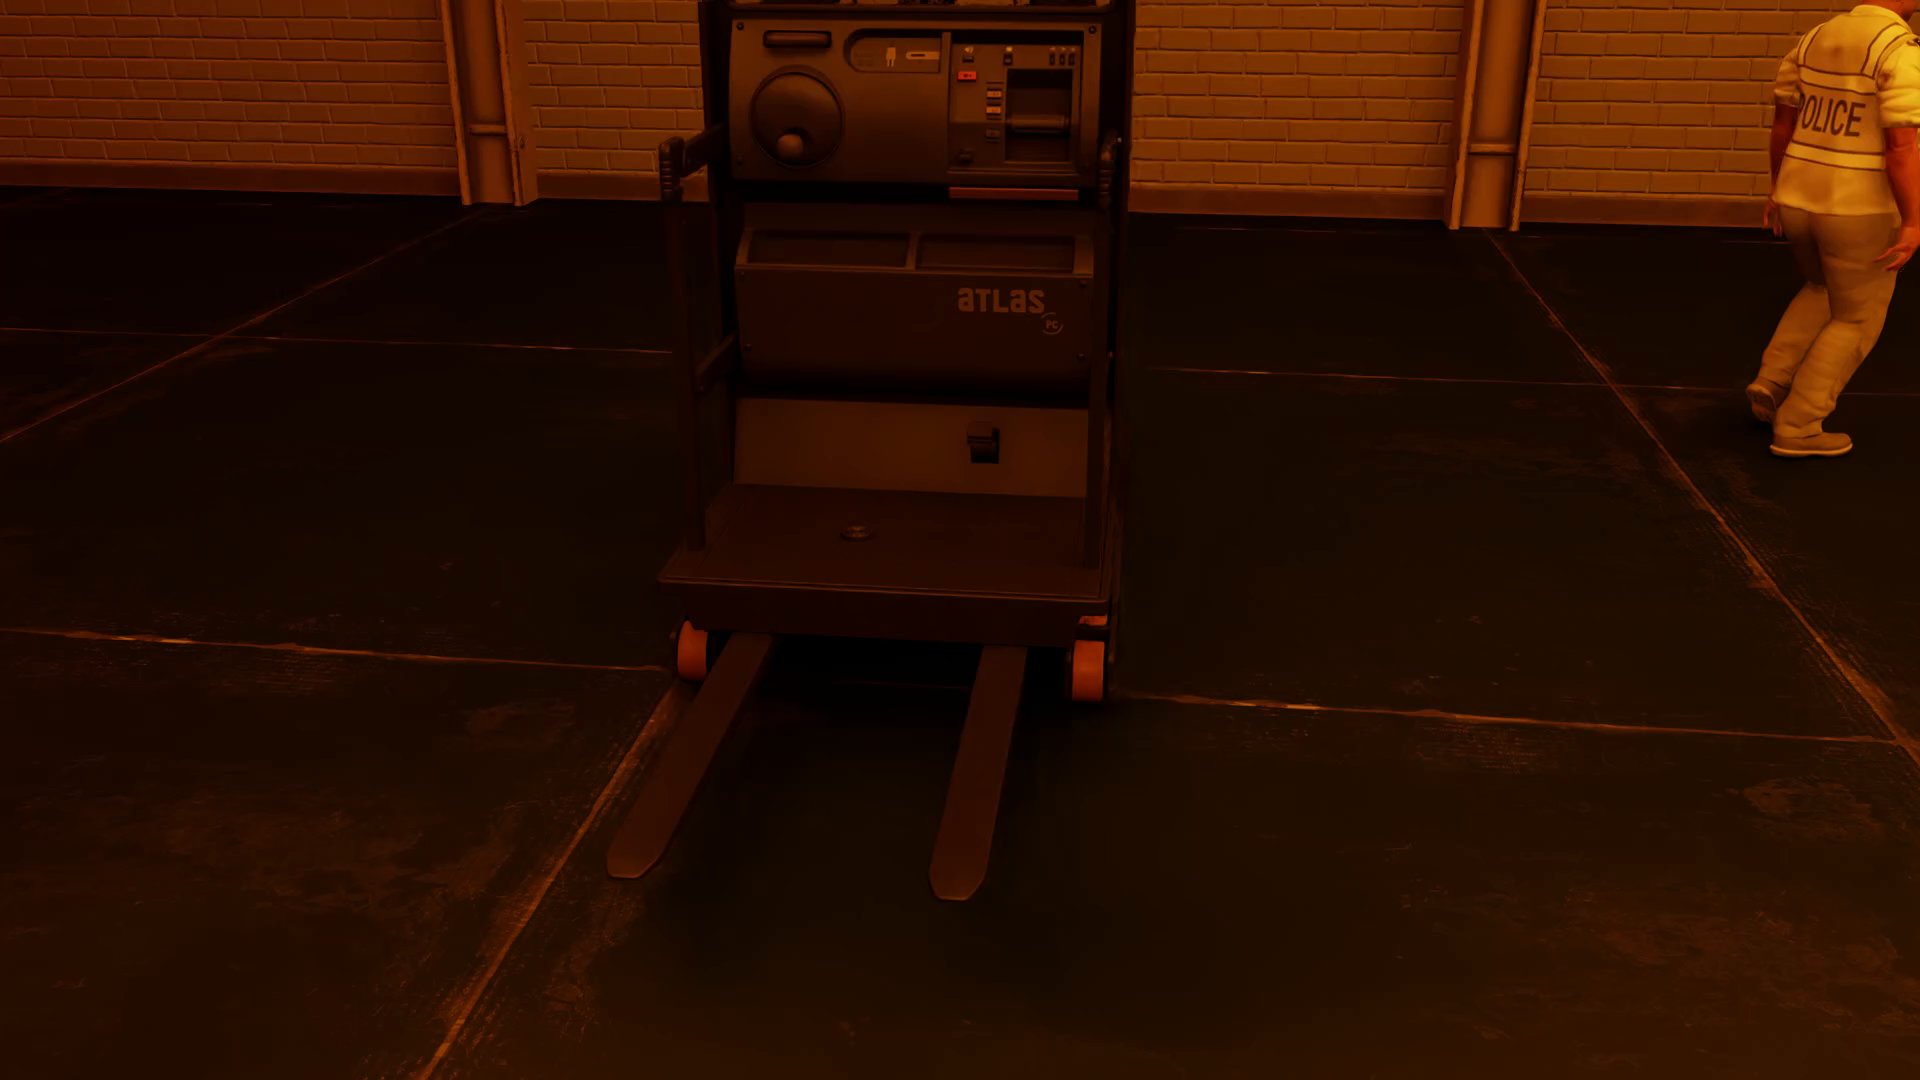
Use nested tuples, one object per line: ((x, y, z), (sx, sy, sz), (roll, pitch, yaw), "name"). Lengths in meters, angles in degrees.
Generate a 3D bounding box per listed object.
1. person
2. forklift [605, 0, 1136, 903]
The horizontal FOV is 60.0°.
((3.080, -1.138, 5.732), (0.494, 1.771, 0.650), (-6, 23, -15), "person")
((-0.138, -1.084, 3.944), (1.130, 2.935, 3.031), (3, 22, 6), "forklift")
